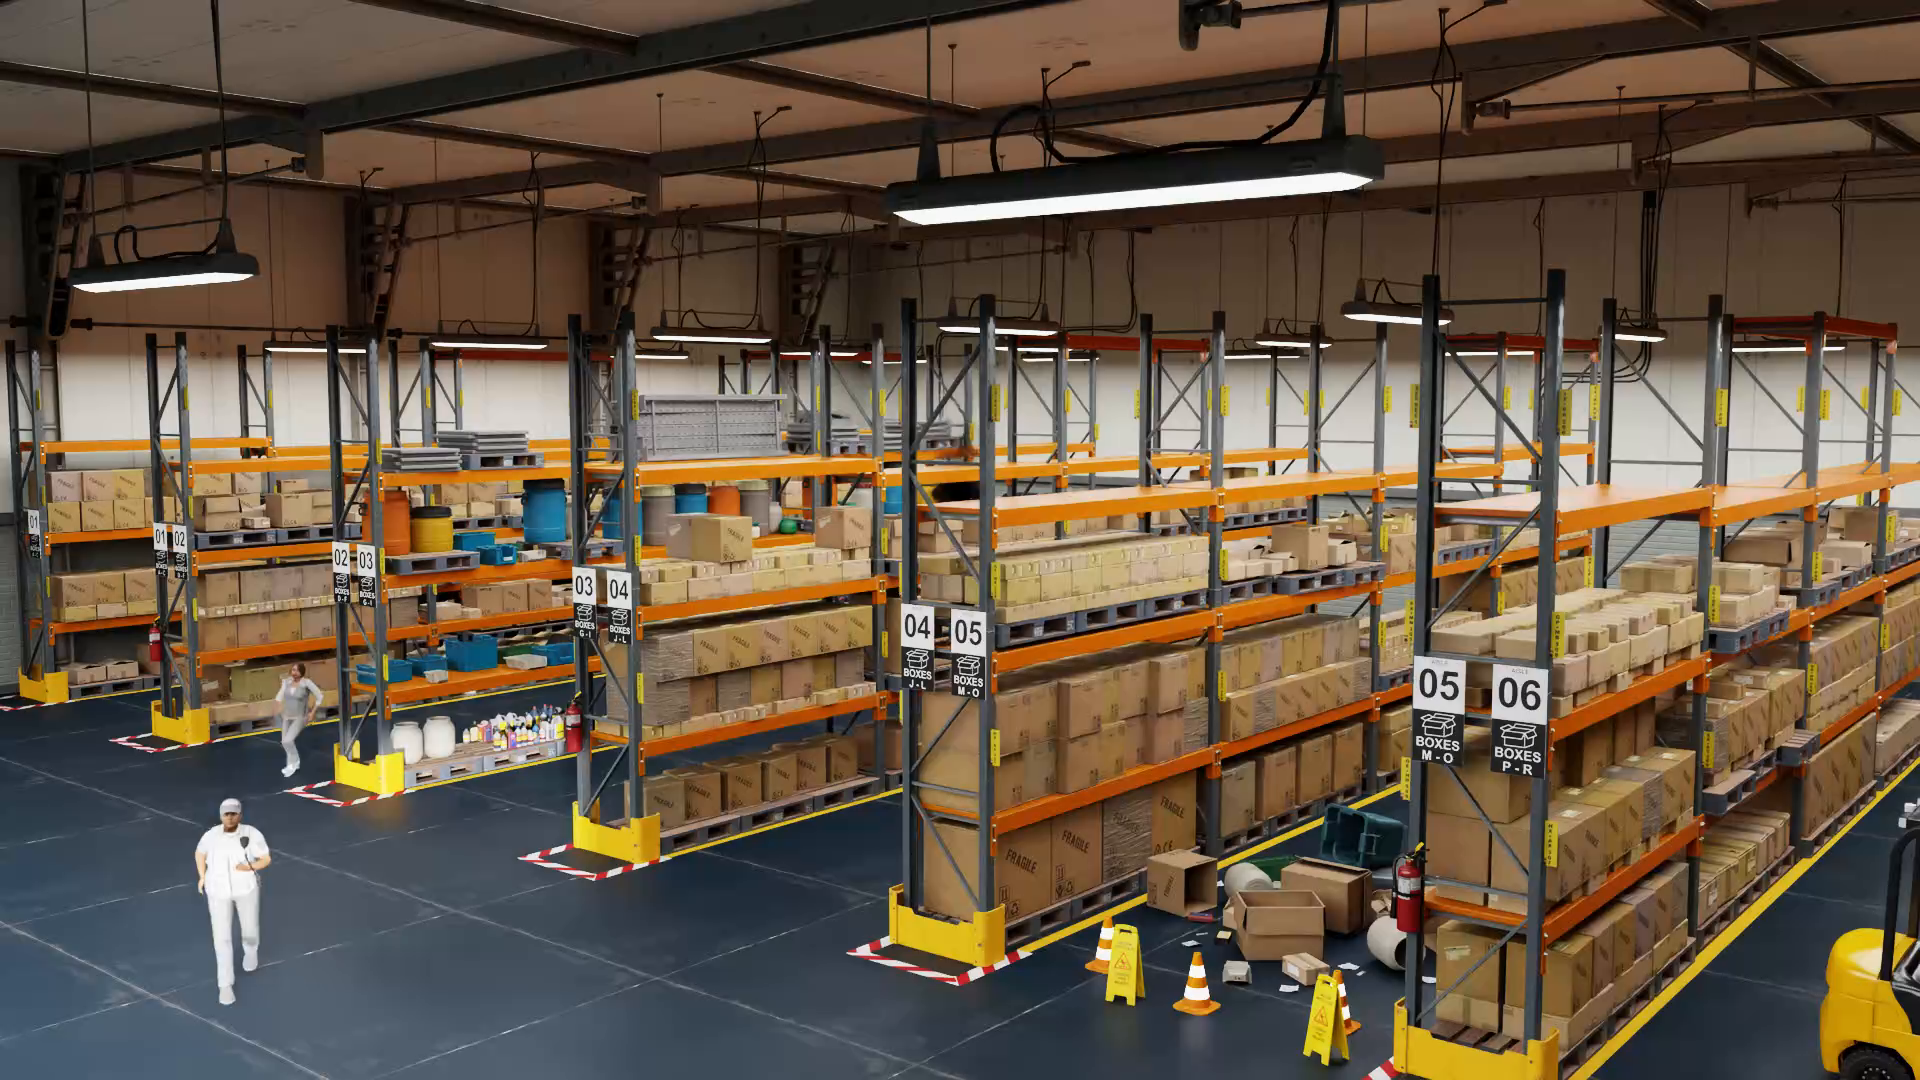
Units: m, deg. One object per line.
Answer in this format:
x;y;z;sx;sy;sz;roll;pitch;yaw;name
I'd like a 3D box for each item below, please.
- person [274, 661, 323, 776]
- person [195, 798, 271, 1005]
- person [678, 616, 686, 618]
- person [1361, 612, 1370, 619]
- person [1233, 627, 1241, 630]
-8.872;2.387;22.216;0.601;1.545;0.570;1;5;13;person
-6.237;3.037;14.280;0.608;1.650;0.898;-2;6;-21;person
-4.962;1.687;28.562;0.663;1.766;0.997;3;6;29;person
6.373;1.974;26.031;0.621;1.695;0.938;5;7;44;person
3.801;2.042;22.948;0.592;1.681;0.558;4;7;39;person
